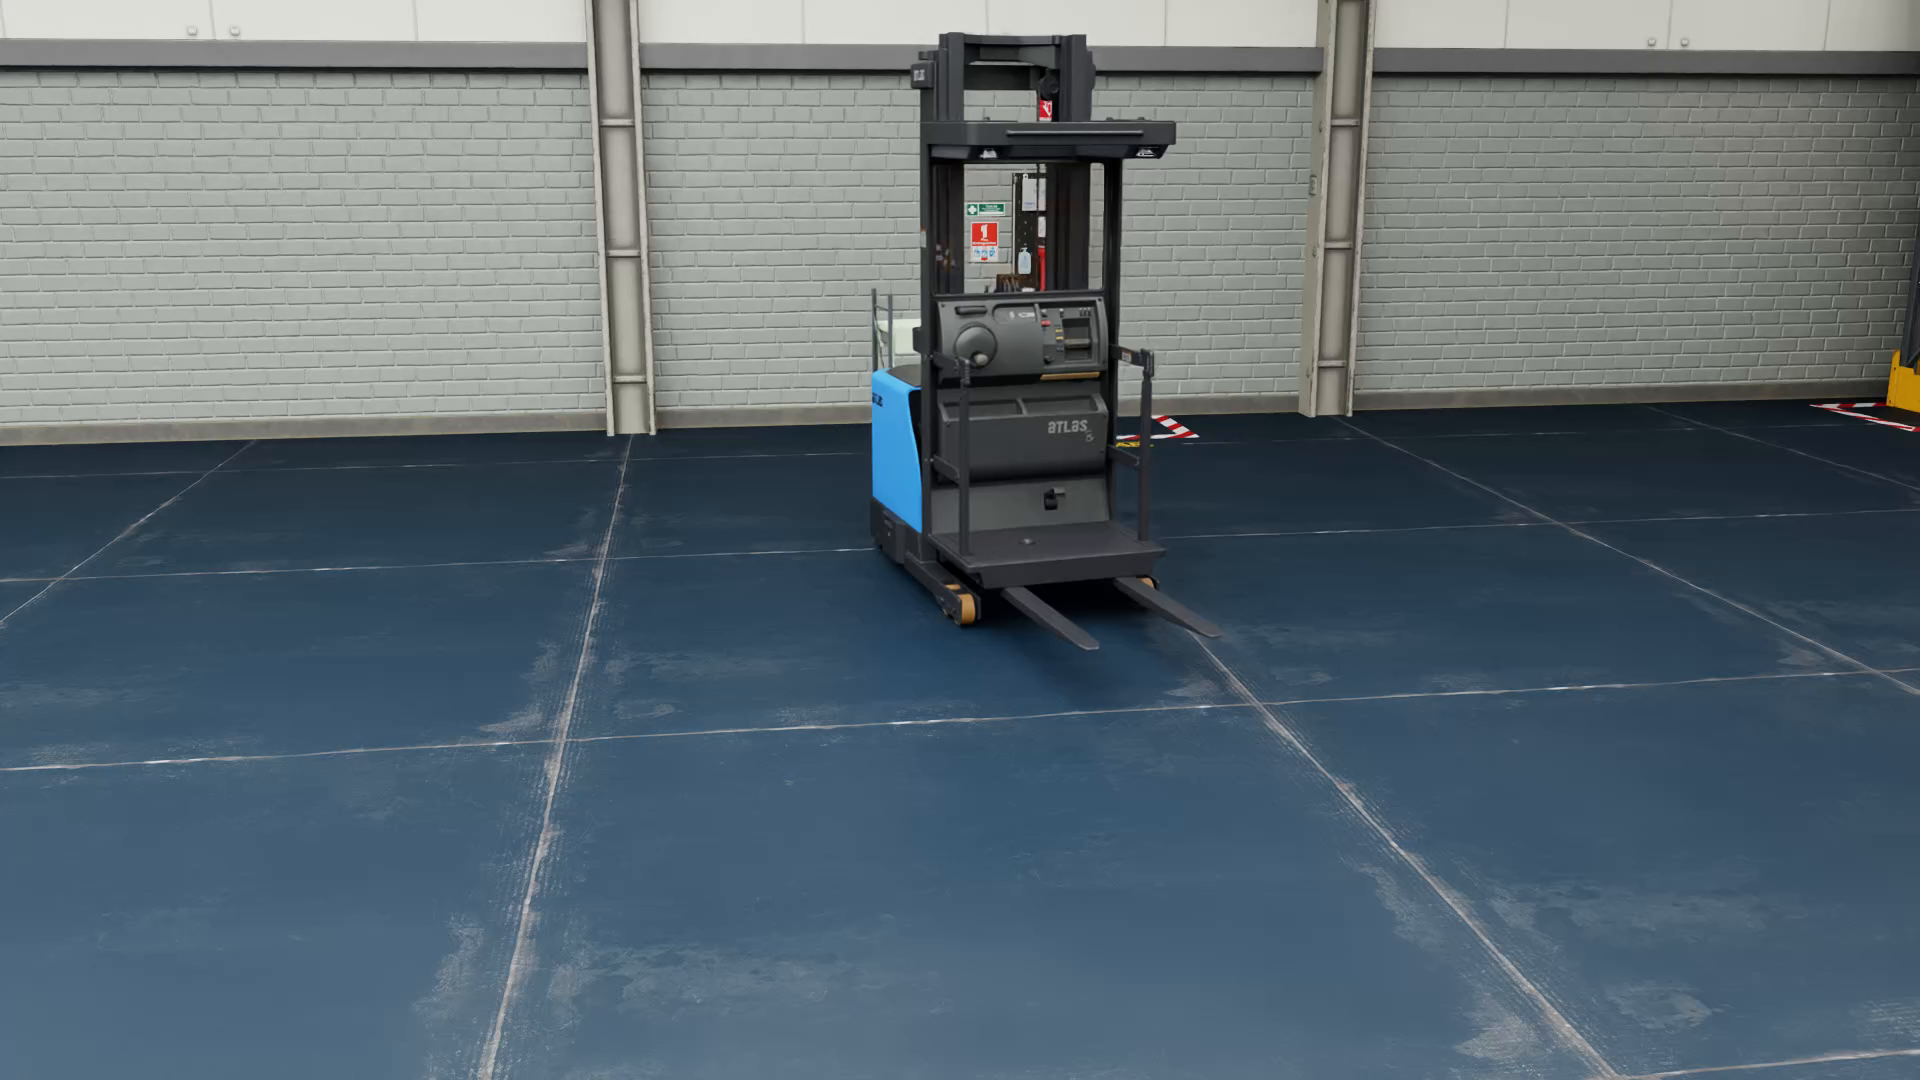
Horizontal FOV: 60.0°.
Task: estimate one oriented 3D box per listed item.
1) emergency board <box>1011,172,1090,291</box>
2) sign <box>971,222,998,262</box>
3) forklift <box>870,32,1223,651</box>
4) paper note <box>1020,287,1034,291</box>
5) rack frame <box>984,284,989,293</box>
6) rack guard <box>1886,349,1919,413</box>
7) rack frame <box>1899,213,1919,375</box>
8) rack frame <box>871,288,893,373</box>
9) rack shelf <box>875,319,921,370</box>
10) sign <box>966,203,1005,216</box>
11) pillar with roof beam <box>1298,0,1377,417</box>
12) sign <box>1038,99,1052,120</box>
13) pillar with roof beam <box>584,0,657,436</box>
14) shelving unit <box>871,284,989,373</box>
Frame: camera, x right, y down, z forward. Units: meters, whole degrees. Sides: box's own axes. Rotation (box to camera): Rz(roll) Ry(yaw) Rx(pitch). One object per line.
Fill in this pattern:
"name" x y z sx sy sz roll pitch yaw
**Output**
"emergency board" 0.767 -2.488 13.978 0.643 1.169 0.194 -2 14 -8
"sign" 0.205 -2.511 13.993 0.234 0.329 0.001 -2 14 -8
"forklift" 0.406 -1.094 8.560 1.130 2.935 3.031 -5 15 -18
"paper note" 0.582 -2.071 14.126 0.142 0.148 0.016 -2 14 -8
"rack frame" 0.222 -0.837 10.474 0.023 1.500 0.400 -5 15 -18
"rack guard" 8.662 -1.343 14.550 0.348 0.500 1.175 -2 14 -8
"rack frame" 8.586 -2.553 14.235 0.127 3.000 1.000 -2 14 -8
"rack frame" -0.473 -0.781 10.251 0.023 1.500 0.400 -5 15 -18
"rack shelf" -0.126 -1.188 10.268 0.720 0.370 0.431 -5 15 -18
"sign" 0.211 -2.766 13.920 0.331 0.109 0.001 -2 14 -8
"pillar with roof beam" 3.858 -4.443 9.440 0.400 9.000 9.100 -2 14 -8
"sign" 0.745 -3.637 13.790 0.199 0.298 0.001 -2 14 -8
"pillar with roof beam" -2.075 -4.226 8.573 0.400 9.000 9.100 -2 14 -8
"shelving unit" -0.126 -0.809 10.363 0.755 1.500 0.431 -5 15 -18
